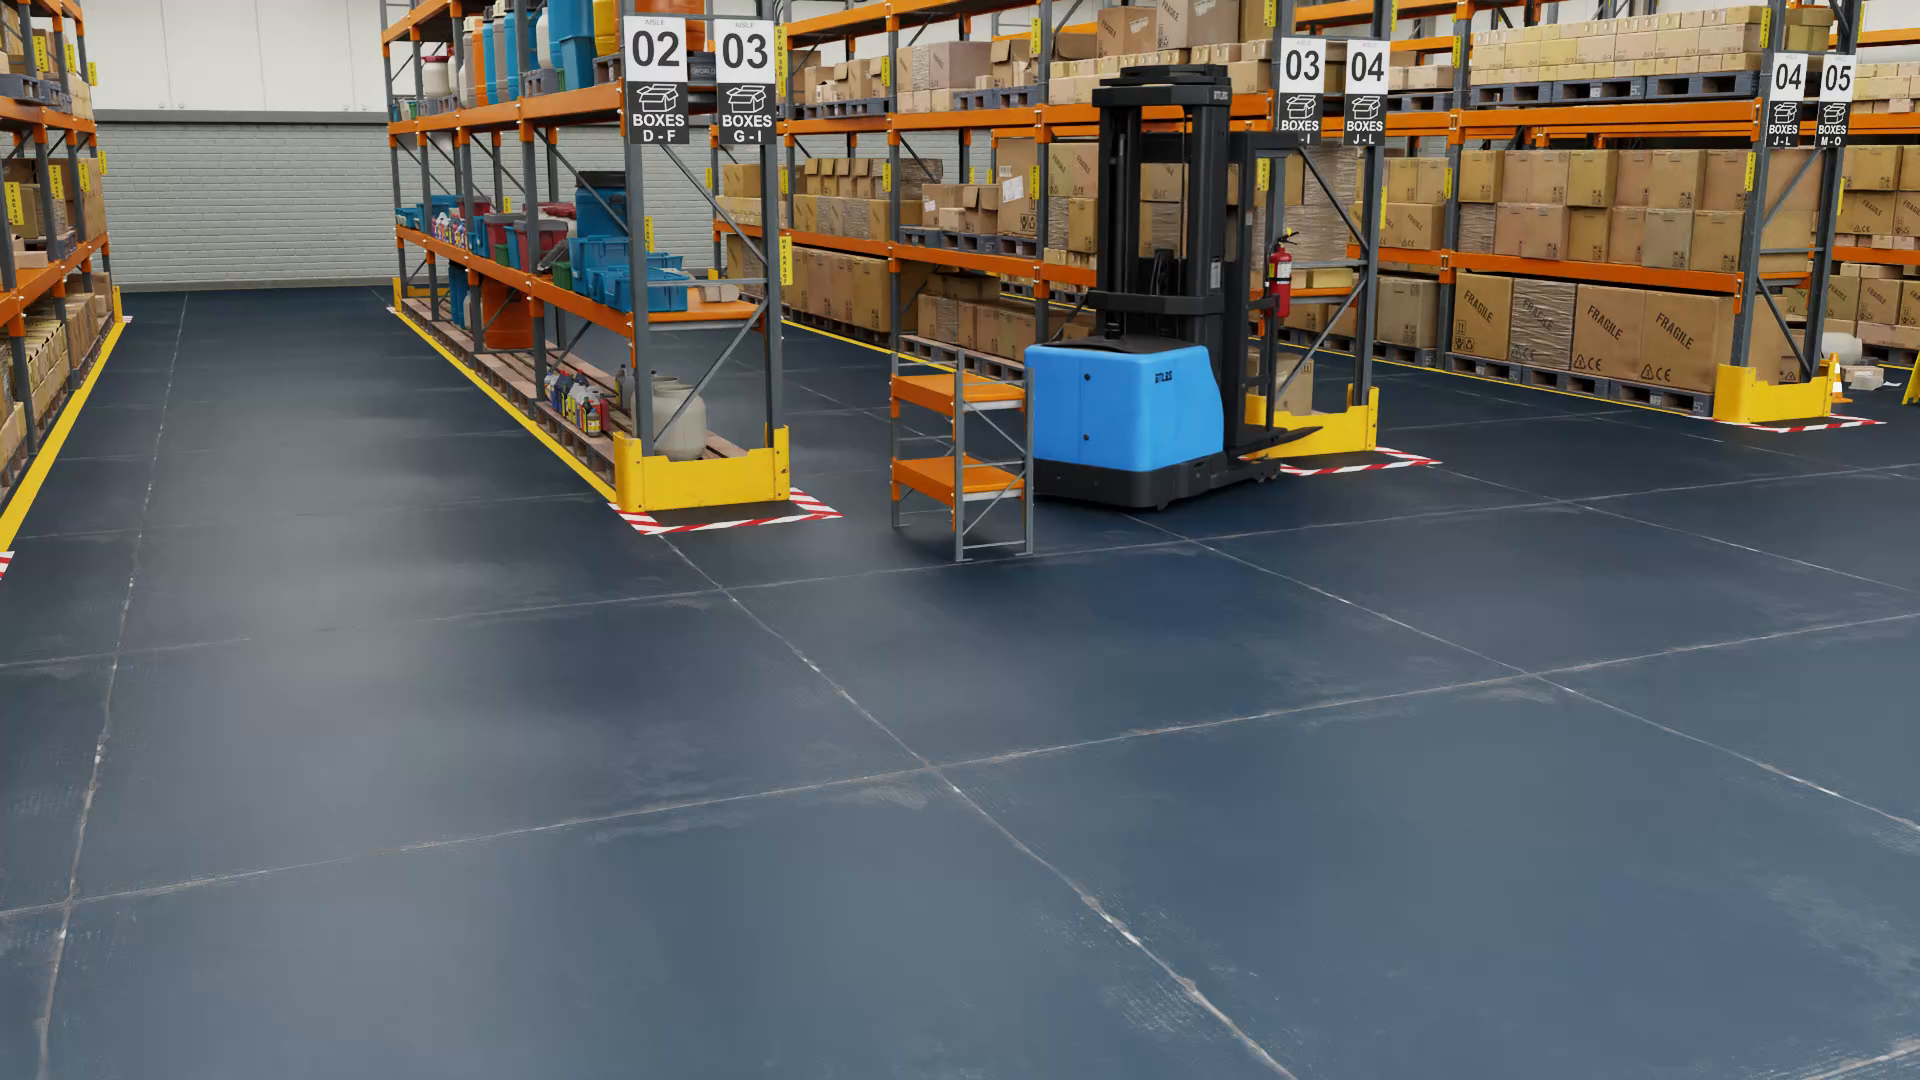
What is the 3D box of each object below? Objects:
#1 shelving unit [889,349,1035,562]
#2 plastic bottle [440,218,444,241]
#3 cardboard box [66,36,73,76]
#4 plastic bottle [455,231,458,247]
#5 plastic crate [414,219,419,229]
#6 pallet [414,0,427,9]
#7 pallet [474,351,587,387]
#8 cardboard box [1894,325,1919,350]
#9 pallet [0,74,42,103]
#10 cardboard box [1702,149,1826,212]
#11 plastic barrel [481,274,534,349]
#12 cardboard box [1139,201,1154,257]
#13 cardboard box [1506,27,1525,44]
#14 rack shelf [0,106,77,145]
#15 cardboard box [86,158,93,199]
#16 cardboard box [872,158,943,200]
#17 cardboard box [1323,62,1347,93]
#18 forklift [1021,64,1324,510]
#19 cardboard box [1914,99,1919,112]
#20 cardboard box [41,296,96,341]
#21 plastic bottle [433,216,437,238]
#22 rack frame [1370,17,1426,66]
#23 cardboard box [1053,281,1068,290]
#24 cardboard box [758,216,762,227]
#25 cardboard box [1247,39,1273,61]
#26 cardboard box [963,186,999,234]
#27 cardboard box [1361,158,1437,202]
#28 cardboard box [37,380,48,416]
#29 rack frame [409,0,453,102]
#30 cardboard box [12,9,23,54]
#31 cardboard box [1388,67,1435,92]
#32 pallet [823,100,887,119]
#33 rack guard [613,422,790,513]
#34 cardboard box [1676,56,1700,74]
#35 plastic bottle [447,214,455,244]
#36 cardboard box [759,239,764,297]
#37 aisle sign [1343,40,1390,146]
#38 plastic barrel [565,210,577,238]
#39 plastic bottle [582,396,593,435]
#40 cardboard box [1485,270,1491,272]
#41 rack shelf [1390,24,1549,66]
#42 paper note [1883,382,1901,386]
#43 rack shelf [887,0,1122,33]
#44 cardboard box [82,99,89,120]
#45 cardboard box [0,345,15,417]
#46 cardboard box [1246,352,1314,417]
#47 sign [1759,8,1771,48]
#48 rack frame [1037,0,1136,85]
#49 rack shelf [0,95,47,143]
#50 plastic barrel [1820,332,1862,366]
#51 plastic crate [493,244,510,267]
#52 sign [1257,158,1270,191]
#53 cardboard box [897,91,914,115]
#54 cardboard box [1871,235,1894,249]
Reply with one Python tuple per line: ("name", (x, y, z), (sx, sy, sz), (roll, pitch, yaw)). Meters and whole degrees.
("shelving unit", (-0.003, -0.549, 10.249), (0.538, 1.125, 1.048), (-6, 14, -23))
("plastic bottle", (-6.394, -3.842, 20.577), (0.061, 0.283, 0.133), (-6, 14, -23))
("cardboard box", (-11.552, -6.063, 20.824), (0.700, 0.500, 0.500), (-6, 14, -23))
("plastic bottle", (-5.813, -3.513, 19.335), (0.097, 0.201, 0.097), (0, 13, 0))
("plastic crate", (-7.479, -4.430, 23.311), (0.293, 0.136, 0.466), (-6, 14, -23))
("pallet", (-6.147, -6.665, 20.514), (1.003, 0.211, 1.213), (-6, 14, -23))
("pallet", (-4.629, -1.848, 17.888), (1.003, 0.211, 1.213), (-6, 14, -23))
("cardboard box", (10.934, -2.283, 18.749), (0.500, 0.250, 0.500), (-6, 14, -25))
("pallet", (-8.639, -3.930, 14.465), (1.003, 0.211, 1.213), (-5, 14, -20))
("cardboard box", (7.311, -3.271, 15.125), (0.875, 0.550, 0.550), (-6, 14, -23))
("plastic barrel", (-5.115, -2.617, 18.908), (0.600, 0.830, 0.708), (-6, 14, -23))
("cardboard box", (1.983, -2.779, 14.842), (0.875, 0.500, 0.500), (-6, 14, -23))
("cardboard box", (5.861, -5.188, 17.118), (0.380, 0.149, 0.250), (-6, 14, -23))
("rack shelf", (-10.245, -4.448, 17.879), (1.077, 0.370, 4.000), (-6, 14, -23))
("cardboard box", (-11.390, -4.622, 21.247), (0.500, 0.500, 0.500), (-6, 14, -25))
("cardboard box", (-0.644, -4.508, 20.748), (0.797, 0.503, 0.637), (-5, 14, -21))
("cardboard box", (2.883, -3.676, 13.281), (0.500, 0.250, 0.500), (-5, 14, -21))
("forklift", (1.725, -1.901, 12.085), (1.130, 2.935, 3.031), (10, 16, 37))
("cardboard box", (10.835, -4.820, 18.447), (0.380, 0.149, 0.250), (-6, 14, -23))
("cardboard box", (-10.396, -2.568, 19.380), (0.500, 0.500, 0.500), (-6, 14, -23))
("plastic bottle", (-6.697, -3.998, 21.251), (0.061, 0.283, 0.133), (-6, 14, -23))
("rack frame", (7.112, -8.462, 26.975), (1.000, 3.000, 0.127), (-6, 14, -23))
("cardboard box", (1.733, -4.151, 27.044), (0.380, 0.149, 0.250), (-6, 14, -23))
("cardboard box", (-2.803, -4.768, 24.875), (0.380, 0.149, 0.250), (-5, 14, -22))
("cardboard box", (2.442, -3.777, 12.831), (0.380, 0.149, 0.250), (-6, 14, -23))
("cardboard box", (0.458, -3.596, 18.095), (0.797, 0.503, 0.637), (-4, 14, -17))
("cardboard box", (5.208, -4.267, 19.714), (0.700, 0.500, 0.500), (-6, 14, -23))
("cardboard box", (-7.980, -1.174, 13.956), (0.500, 0.250, 0.500), (-5, 14, -22))
("rack frame", (-6.506, -7.120, 21.174), (1.000, 3.000, 0.127), (-6, 14, -23))
("cardboard box", (-10.021, -5.222, 17.191), (0.500, 0.500, 0.500), (-6, 14, -23))
("cardboard box", (5.126, -5.295, 19.124), (0.500, 0.250, 0.500), (-6, 14, -23))
("pallet", (-1.123, -5.546, 21.447), (1.003, 0.211, 1.213), (-5, 14, -20))
("rack guard", (-1.773, -0.511, 11.470), (1.175, 0.500, 0.348), (-6, 14, -23))
("cardboard box", (6.777, -4.328, 15.167), (0.380, 0.149, 0.250), (-5, 14, -22))
("plastic bottle", (-6.068, -3.730, 19.943), (0.144, 0.351, 0.185), (-6, 14, -23))
("cardboard box", (-2.520, -4.143, 25.400), (0.875, 0.875, 0.875), (-6, 14, -23))
("aisle sign", (3.139, -3.446, 12.840), (0.394, 0.787, 0.004), (-6, 14, -23))
("plastic barrel", (-3.484, -2.828, 15.634), (0.433, 0.535, 0.433), (0, 13, 0))
("plastic bottle", (-2.900, -0.971, 12.961), (0.061, 0.283, 0.133), (-5, 14, -22))
("cardboard box", (8.514, -4.033, 24.922), (0.875, 0.875, 0.875), (-6, 14, -23))
("rack shelf", (7.913, -7.504, 25.316), (1.077, 0.370, 4.000), (-6, 14, -23))
("paper note", (9.717, -1.629, 17.341), (0.148, 0.019, 0.142), (-12, 18, -42))
("rack shelf", (0.436, -5.782, 17.877), (1.077, 0.370, 4.000), (-6, 14, -23))
("cardboard box", (-11.799, -5.676, 21.923), (0.500, 0.250, 0.500), (-6, 14, -23))
("cardboard box", (-7.266, -1.147, 12.178), (0.500, 0.500, 0.500), (-6, 14, -23))
("cardboard box", (2.604, -1.282, 13.870), (0.500, 0.500, 0.500), (-3, 13, -13))
("sign", (6.921, -4.400, 14.289), (0.100, 0.325, 0.005), (-6, 14, -23))
("rack frame", (1.237, -5.914, 15.966), (1.000, 3.000, 0.127), (-6, 14, -23))
("rack shelf", (-8.643, -3.621, 14.308), (1.077, 0.370, 4.000), (-6, 14, -23))
("plastic barrel", (9.705, -2.095, 18.483), (0.512, 0.421, 0.421), (4, 14, 16))
("plastic crate", (-4.258, -2.775, 16.178), (0.450, 0.188, 0.662), (-6, 14, -23))
("sign", (2.322, -2.837, 12.707), (0.100, 0.325, 0.005), (-6, 14, -23))
("cardboard box", (-0.411, -5.086, 19.373), (0.500, 0.250, 0.500), (-5, 14, -22))
("cardboard box", (10.653, -3.405, 18.986), (0.380, 0.149, 0.250), (-6, 14, -23))
